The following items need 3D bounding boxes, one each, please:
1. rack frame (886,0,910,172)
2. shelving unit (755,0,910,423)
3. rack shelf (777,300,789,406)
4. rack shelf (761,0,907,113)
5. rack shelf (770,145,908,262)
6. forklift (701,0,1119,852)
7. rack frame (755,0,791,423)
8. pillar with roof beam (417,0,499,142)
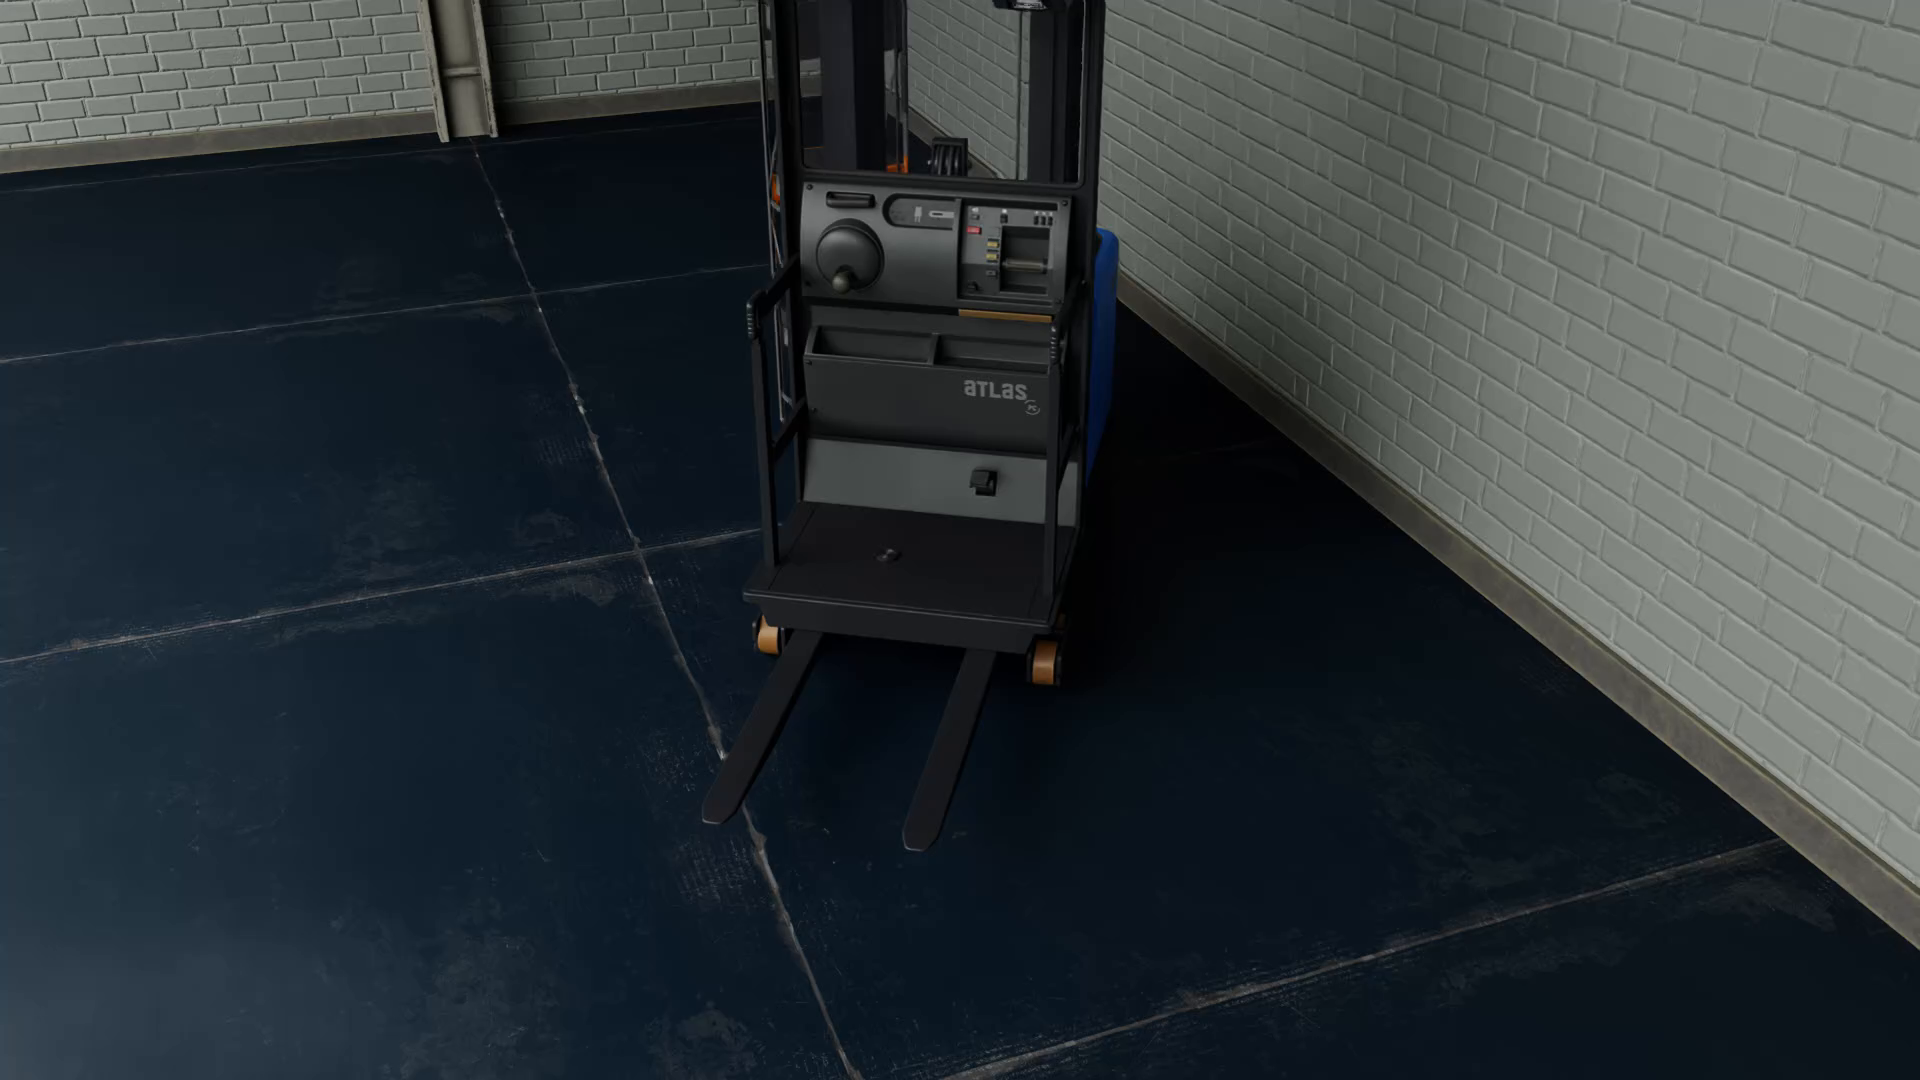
[{"bbox_3d":[-0.304,-1.486,7.238,0.015,2.100,0.400,-13,32,-22],"label":"rack frame"},{"bbox_3d":[-0.523,-1.434,7.145,0.503,2.100,0.431,-13,32,-22],"label":"shelving unit"},{"bbox_3d":[-0.523,-0.814,7.499,0.480,0.518,0.431,-13,32,-22],"label":"rack shelf"},{"bbox_3d":[-0.523,-2.030,6.806,0.480,0.518,0.431,-13,32,-22],"label":"rack shelf"},{"bbox_3d":[-0.523,-1.422,7.152,0.480,0.518,0.431,-13,32,-22],"label":"rack shelf"},{"bbox_3d":[-0.128,-0.959,5.473,1.130,2.935,3.031,6,30,10],"label":"forklift"},{"bbox_3d":[-0.743,-1.381,7.053,0.015,2.100,0.400,-13,32,-22],"label":"rack frame"},{"bbox_3d":[-1.995,-4.800,6.085,0.400,9.000,9.100,-10,31,-18],"label":"pillar with roof beam"}]
